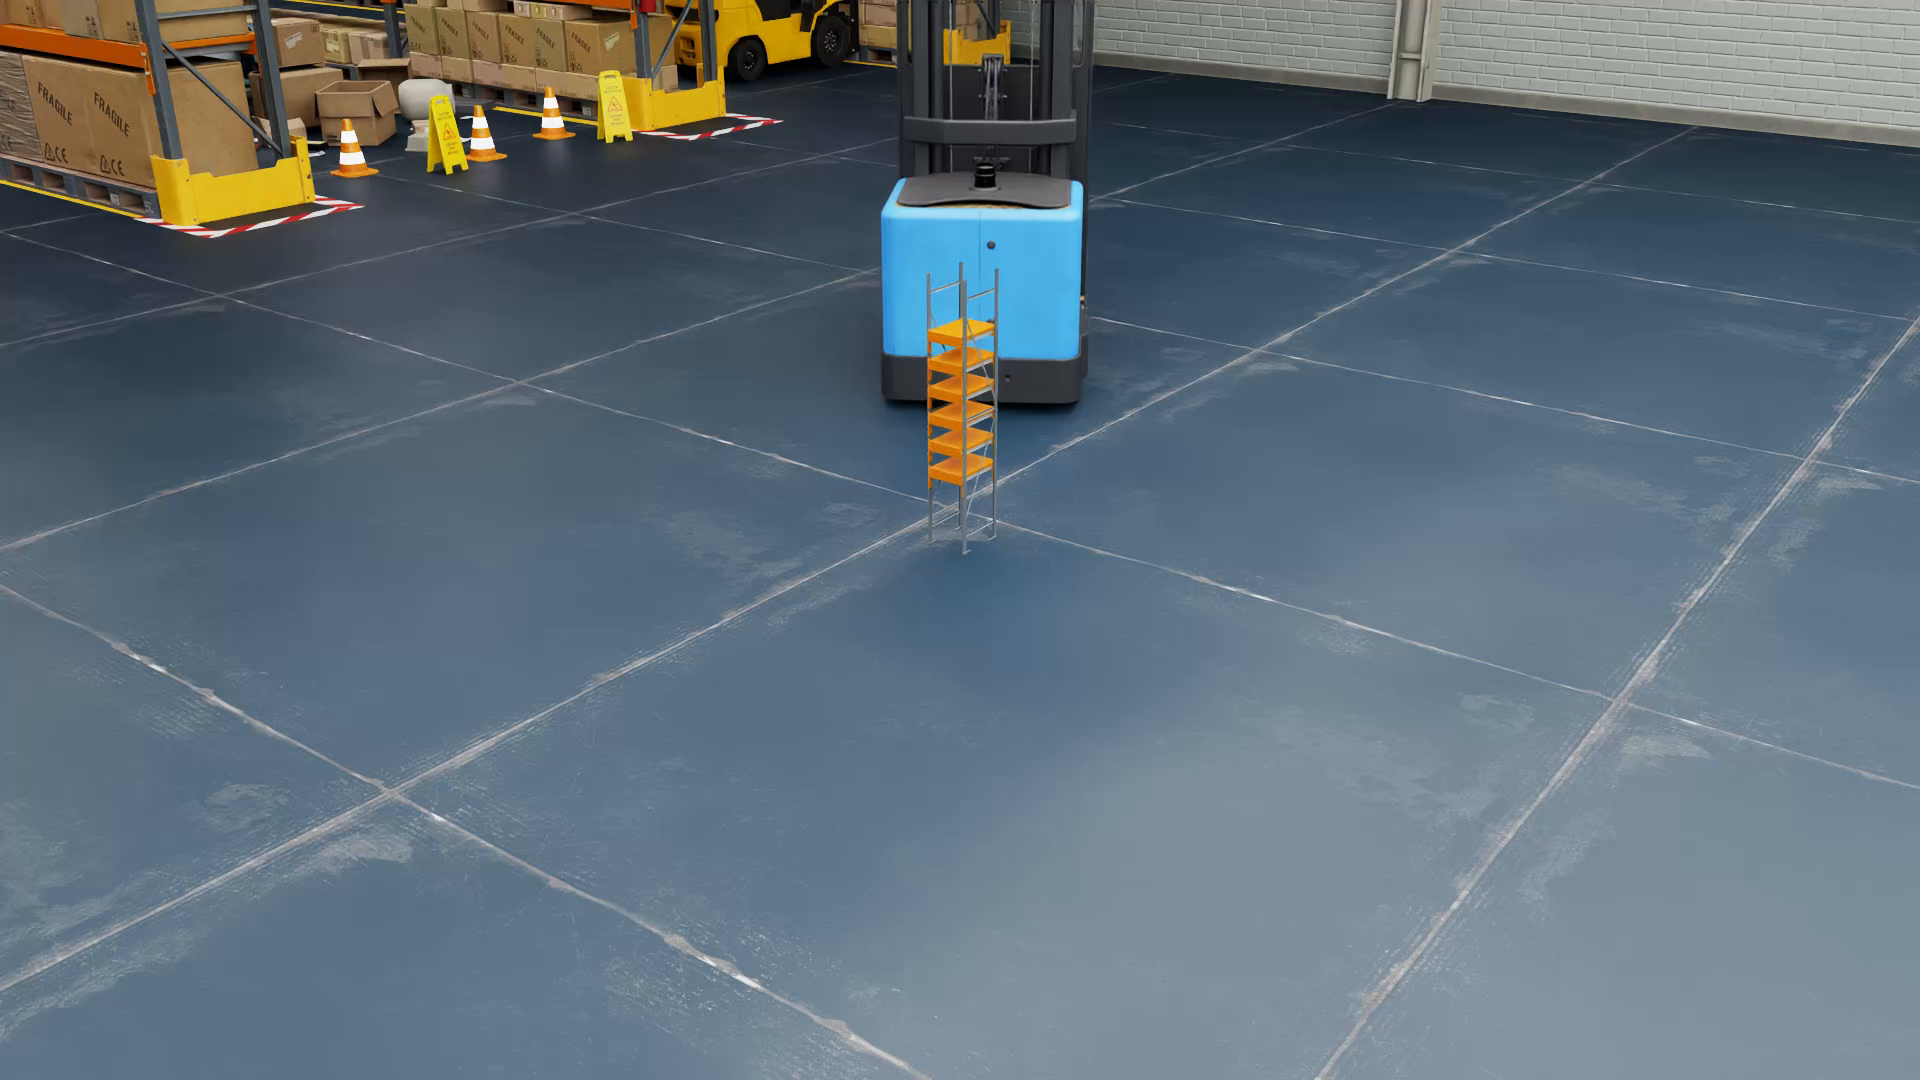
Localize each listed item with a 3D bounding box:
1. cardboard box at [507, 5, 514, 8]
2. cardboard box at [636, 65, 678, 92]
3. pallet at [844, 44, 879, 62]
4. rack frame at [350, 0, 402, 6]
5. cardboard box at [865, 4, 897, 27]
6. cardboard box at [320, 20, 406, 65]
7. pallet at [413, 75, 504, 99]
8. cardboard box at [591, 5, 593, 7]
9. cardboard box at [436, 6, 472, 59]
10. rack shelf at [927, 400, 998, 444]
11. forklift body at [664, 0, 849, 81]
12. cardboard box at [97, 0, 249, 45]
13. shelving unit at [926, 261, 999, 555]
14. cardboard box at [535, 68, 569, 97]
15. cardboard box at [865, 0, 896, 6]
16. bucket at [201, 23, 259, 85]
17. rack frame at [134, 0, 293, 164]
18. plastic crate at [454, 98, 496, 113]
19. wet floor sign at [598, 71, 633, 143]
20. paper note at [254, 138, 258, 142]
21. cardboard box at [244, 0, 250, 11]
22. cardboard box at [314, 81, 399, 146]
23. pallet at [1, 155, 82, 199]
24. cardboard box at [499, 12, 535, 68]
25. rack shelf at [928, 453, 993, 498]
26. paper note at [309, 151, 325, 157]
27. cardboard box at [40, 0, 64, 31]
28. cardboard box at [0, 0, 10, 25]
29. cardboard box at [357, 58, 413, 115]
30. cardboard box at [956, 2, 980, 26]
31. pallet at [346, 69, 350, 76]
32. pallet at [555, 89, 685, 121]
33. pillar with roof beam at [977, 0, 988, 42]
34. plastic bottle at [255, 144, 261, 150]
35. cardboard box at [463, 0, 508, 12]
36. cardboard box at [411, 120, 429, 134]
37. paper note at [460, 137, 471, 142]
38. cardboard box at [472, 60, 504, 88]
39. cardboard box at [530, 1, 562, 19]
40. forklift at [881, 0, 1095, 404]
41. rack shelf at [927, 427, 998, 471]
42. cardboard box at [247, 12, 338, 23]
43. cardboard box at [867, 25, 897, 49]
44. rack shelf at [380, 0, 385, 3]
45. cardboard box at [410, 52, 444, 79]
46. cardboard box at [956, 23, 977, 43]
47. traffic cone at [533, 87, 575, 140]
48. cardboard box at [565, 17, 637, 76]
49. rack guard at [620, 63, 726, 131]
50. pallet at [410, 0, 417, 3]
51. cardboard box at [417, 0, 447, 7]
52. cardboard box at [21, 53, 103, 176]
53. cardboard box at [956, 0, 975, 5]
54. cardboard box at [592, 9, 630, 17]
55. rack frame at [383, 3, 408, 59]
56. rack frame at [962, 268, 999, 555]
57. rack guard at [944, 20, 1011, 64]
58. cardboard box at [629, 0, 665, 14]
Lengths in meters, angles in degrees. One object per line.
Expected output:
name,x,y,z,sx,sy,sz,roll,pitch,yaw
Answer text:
cardboard box,-4.575,-5.554,18.094,0.500,0.500,0.500,19,30,36
cardboard box,-3.305,-4.830,17.381,0.500,0.250,0.500,17,29,33
pallet,-1.461,-6.405,21.524,1.213,0.211,1.003,17,29,33
rack frame,-9.454,-10.116,26.489,0.127,3.000,1.000,17,29,33
cardboard box,-0.824,-6.518,20.593,0.500,0.250,0.500,16,29,33
cardboard box,-7.025,-5.867,19.584,0.625,0.372,0.950,19,30,36
pallet,-5.468,-5.152,18.681,1.213,0.211,1.003,17,29,33
cardboard box,-5.235,-7.943,23.982,0.625,0.625,0.875,18,29,35
cardboard box,-5.281,-5.500,17.973,0.500,0.500,0.500,18,30,35
rack shelf,0.012,-0.505,7.018,0.180,0.103,0.258,17,29,33
forklift body,-2.463,-6.695,19.779,1.214,2.155,2.313,17,29,33
cardboard box,-6.038,-4.134,12.726,0.550,0.550,0.875,17,29,33
shelving unit,0.012,-0.546,7.000,0.189,1.200,0.258,17,29,33
cardboard box,-4.044,-4.782,17.272,0.500,0.250,0.500,17,29,33
cardboard box,-0.819,-6.738,20.471,0.500,0.250,0.500,17,29,34
bucket,-7.423,-4.866,16.748,0.726,0.611,0.620,-15,18,-30
rack frame,-5.714,-3.990,12.586,0.127,3.000,1.000,17,29,33
plastic crate,-5.262,-4.599,17.588,0.583,0.080,0.402,7,25,15
wet floor sign,-3.315,-4.143,15.853,0.267,0.644,0.232,-15,28,-30
paper note,-6.730,-3.857,15.976,0.172,0.023,0.155,-15,28,-30
cardboard box,-9.730,-6.960,21.440,0.875,0.875,0.875,17,29,33
cardboard box,-5.750,-4.077,15.879,0.637,0.503,0.797,-1,24,-3
pallet,-7.372,-3.177,14.199,1.213,0.211,1.003,17,29,33
cardboard box,-4.442,-5.248,17.399,0.500,0.500,0.500,16,28,32
rack shelf,0.012,-0.285,7.115,0.180,0.103,0.258,17,29,33
paper note,-5.917,-3.547,15.266,0.144,0.017,0.142,-15,28,-30
cardboard box,-6.864,-4.436,13.411,0.550,0.550,0.875,17,29,33
cardboard box,-7.797,-4.646,13.889,0.550,0.550,0.875,17,29,33
cardboard box,-5.985,-4.738,17.380,0.500,0.500,0.500,-5,24,-12
cardboard box,-0.103,-6.557,20.682,0.500,0.250,0.500,17,29,34
pallet,-7.631,-5.785,20.119,1.213,0.211,1.003,17,29,33
pallet,-3.515,-4.562,17.341,1.213,0.211,1.003,17,29,33
pillar with roof beam,-2.450,-9.029,16.583,0.400,9.000,9.100,17,29,33
plastic bottle,-6.620,-3.636,15.427,0.133,0.061,0.283,7,25,15
cardboard box,-5.023,-5.685,17.588,0.250,0.149,0.380,19,30,36
cardboard box,-5.085,-3.972,16.080,0.380,0.149,0.250,-10,26,-21
paper note,-4.776,-3.839,15.926,0.142,0.019,0.148,7,25,15
cardboard box,-4.856,-5.030,17.835,0.500,0.250,0.500,16,29,33
cardboard box,-4.156,-5.424,16.995,0.250,0.149,0.380,17,29,34
forklift,0.214,-2.607,9.532,1.130,2.935,3.031,2,24,4
rack shelf,0.012,-0.395,7.066,0.180,0.103,0.258,17,29,33
cardboard box,-8.186,-6.220,20.385,0.625,0.372,0.950,16,28,32
cardboard box,-0.809,-6.283,20.679,0.500,0.250,0.500,17,29,33
rack shelf,-7.627,-6.733,19.704,4.000,0.370,1.077,17,29,33
cardboard box,-5.716,-5.283,18.409,0.500,0.250,0.500,15,28,31
cardboard box,-0.127,-6.330,20.785,0.500,0.250,0.500,17,29,34
traffic cone,-3.943,-4.138,16.069,0.334,0.463,0.336,17,29,33
cardboard box,-3.623,-4.998,16.833,0.500,0.500,0.500,17,29,34
rack guard,-2.887,-4.486,16.811,0.348,0.500,1.175,17,29,33
pallet,-7.800,-8.360,25.963,1.213,0.211,1.003,17,29,33
cardboard box,-5.652,-5.873,18.015,0.250,0.149,0.380,17,29,34
cardboard box,-7.001,-3.565,13.735,0.875,0.875,0.875,16,29,32
cardboard box,-0.123,-6.783,20.573,0.500,0.250,0.500,16,29,33
cardboard box,-3.746,-5.303,17.526,0.500,0.500,0.500,16,28,31
rack frame,-6.026,-6.579,18.461,0.127,3.000,1.000,17,29,33
rack frame,0.085,-0.523,6.950,0.006,1.200,0.240,17,29,33
rack guard,0.167,-6.064,20.393,0.348,0.500,1.175,17,29,33
cardboard box,-4.093,-7.599,23.202,0.625,0.625,0.875,16,29,33
